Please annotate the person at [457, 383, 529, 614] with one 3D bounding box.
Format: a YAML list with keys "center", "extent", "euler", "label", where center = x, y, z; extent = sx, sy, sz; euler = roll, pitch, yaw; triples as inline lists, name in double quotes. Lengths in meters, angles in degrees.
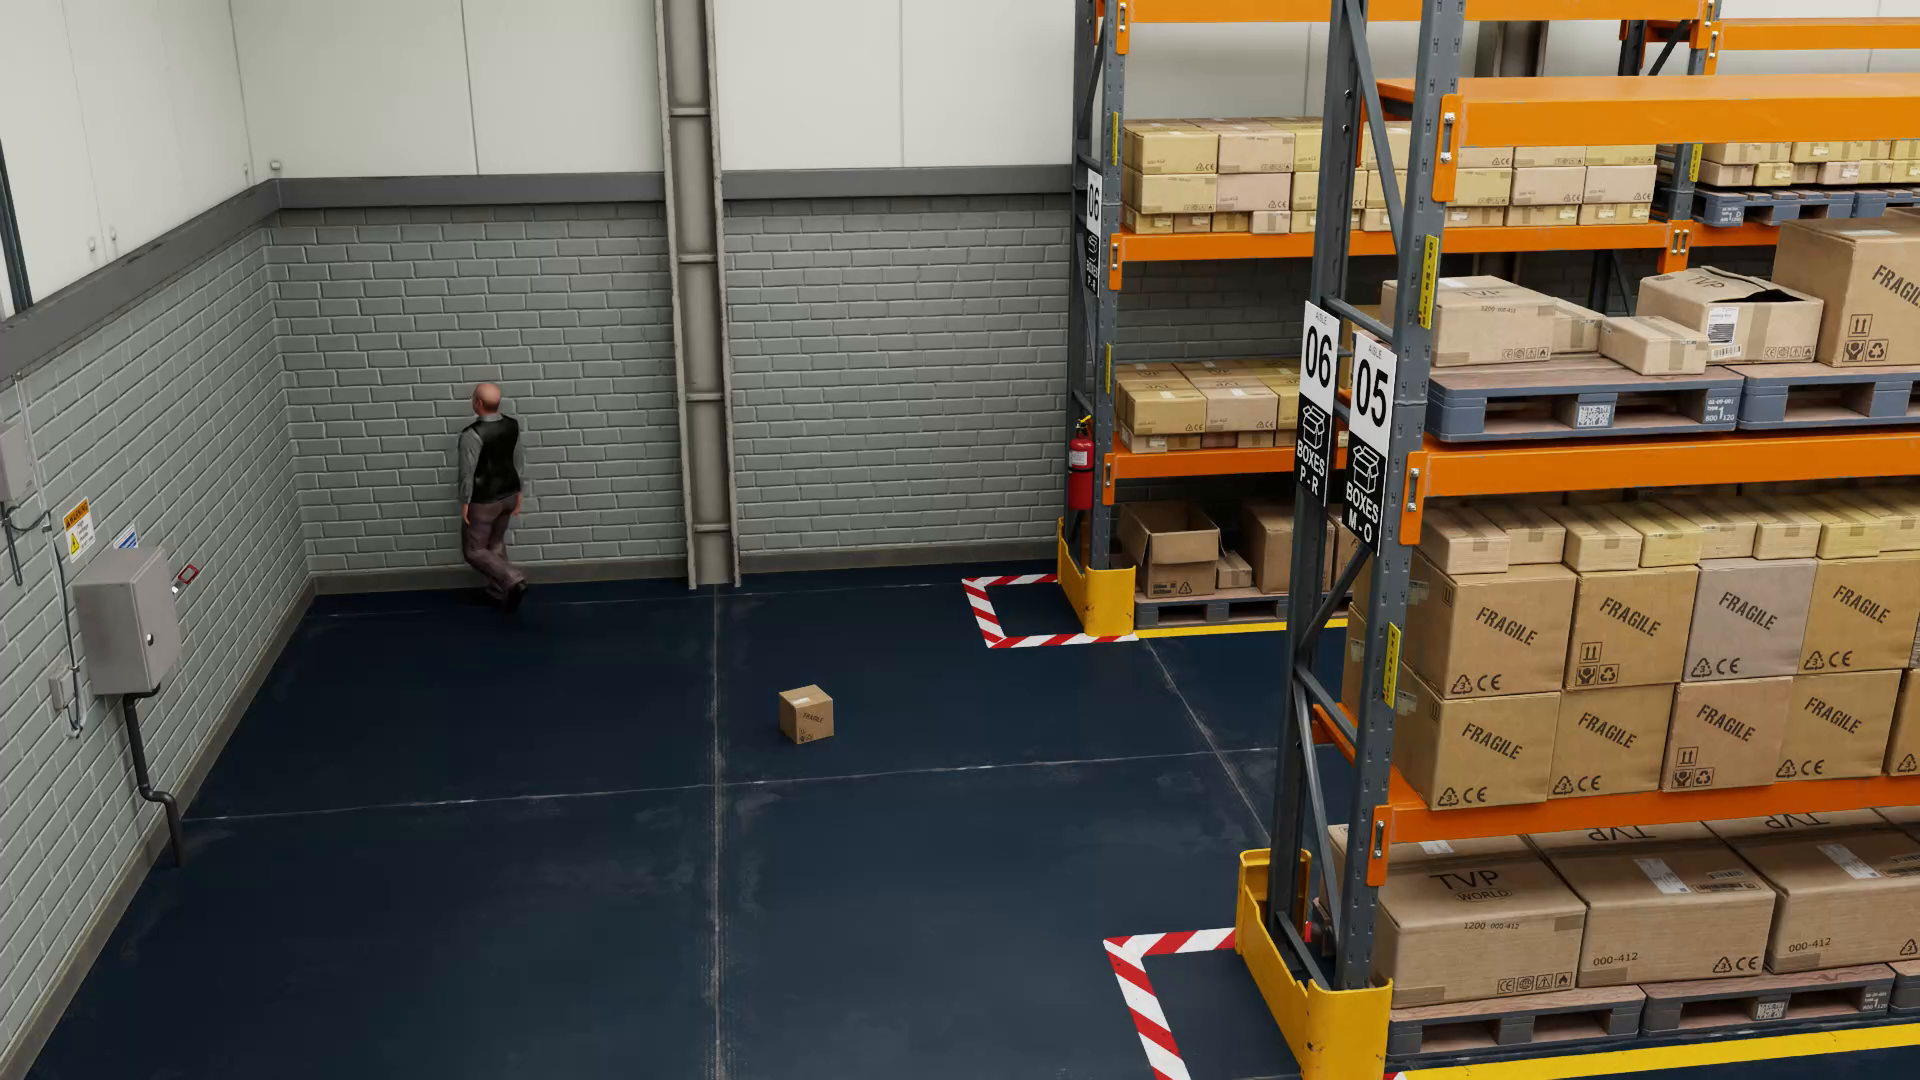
- center: [-3.333, -0.288, 11.876]
  extent: [0.722, 1.703, 0.537]
  euler: [11, 23, 29]
  label: "person"
